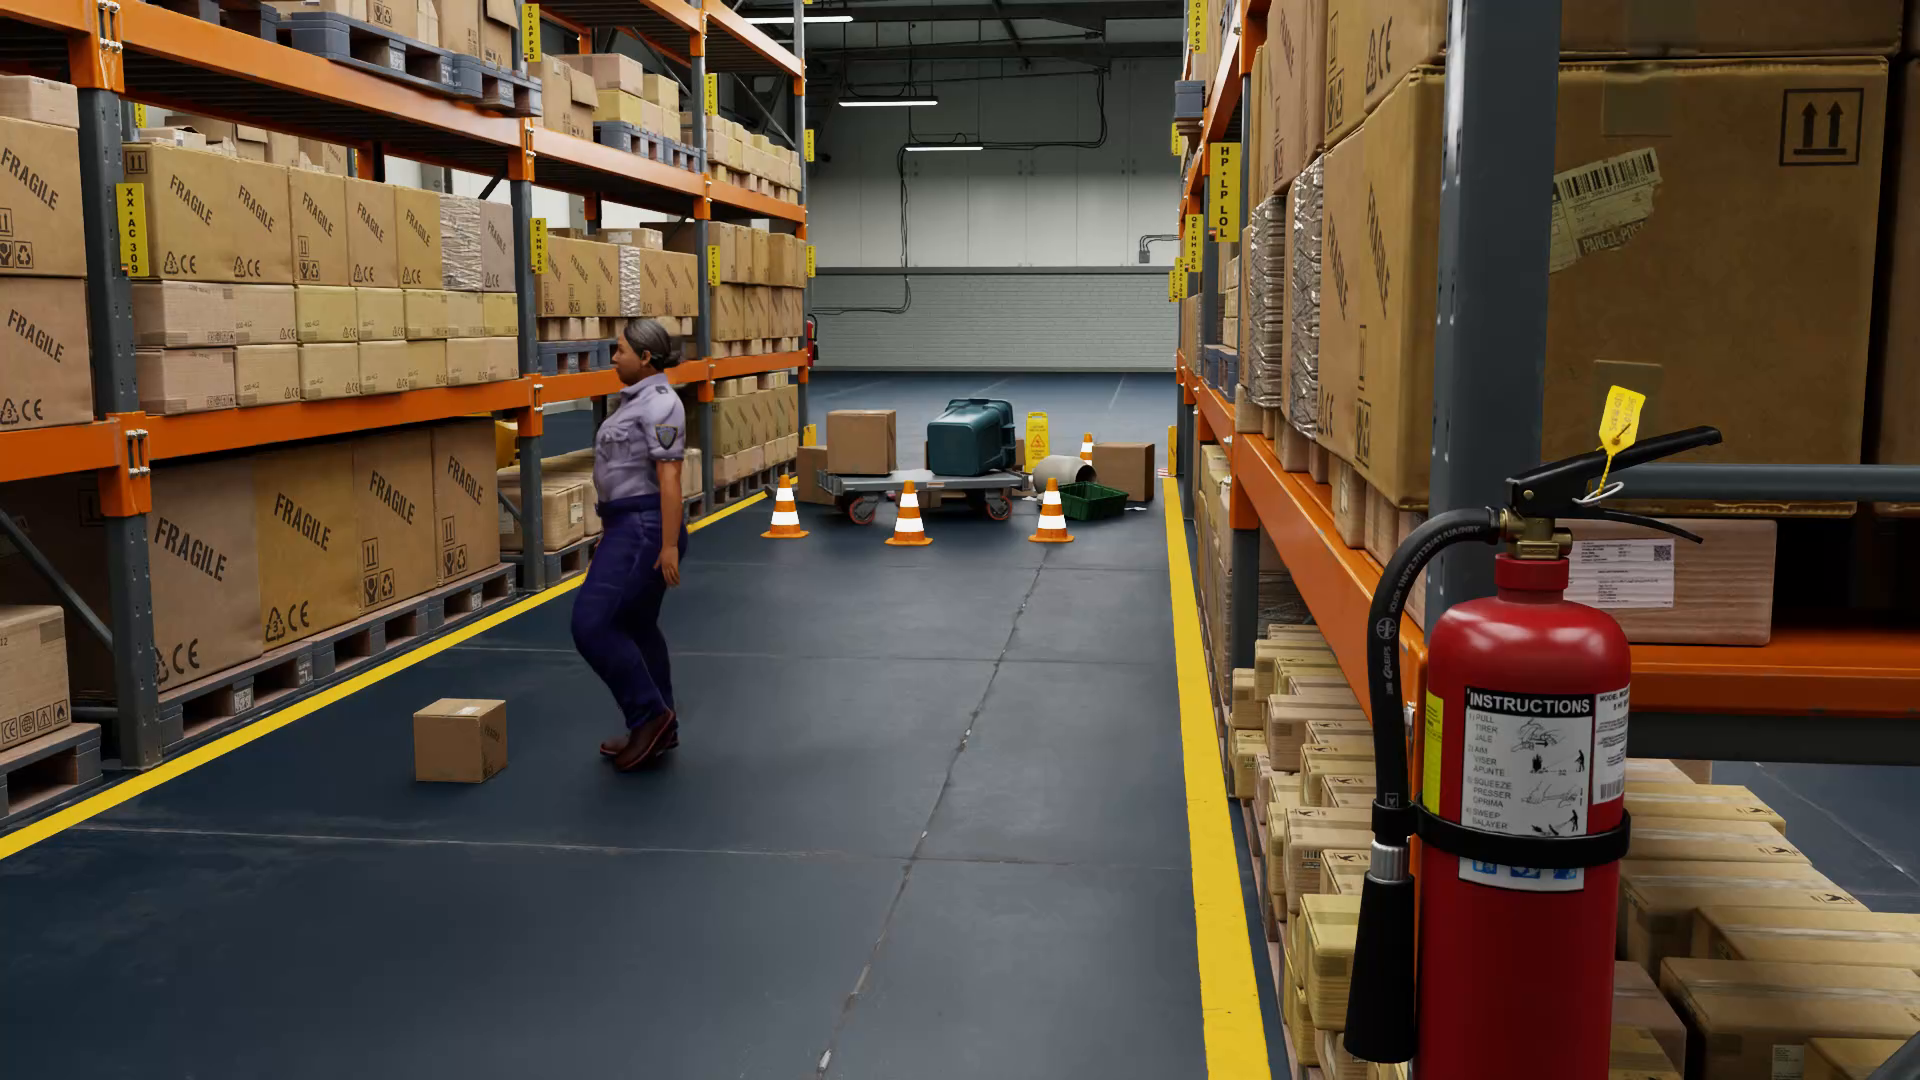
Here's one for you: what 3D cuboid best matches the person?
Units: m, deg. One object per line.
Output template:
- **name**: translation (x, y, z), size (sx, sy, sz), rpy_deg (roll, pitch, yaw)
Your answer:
- **person**: translation (-1.246, 0.013, 6.211), size (0.452, 1.666, 0.528), rpy_deg (-2, 8, -17)
